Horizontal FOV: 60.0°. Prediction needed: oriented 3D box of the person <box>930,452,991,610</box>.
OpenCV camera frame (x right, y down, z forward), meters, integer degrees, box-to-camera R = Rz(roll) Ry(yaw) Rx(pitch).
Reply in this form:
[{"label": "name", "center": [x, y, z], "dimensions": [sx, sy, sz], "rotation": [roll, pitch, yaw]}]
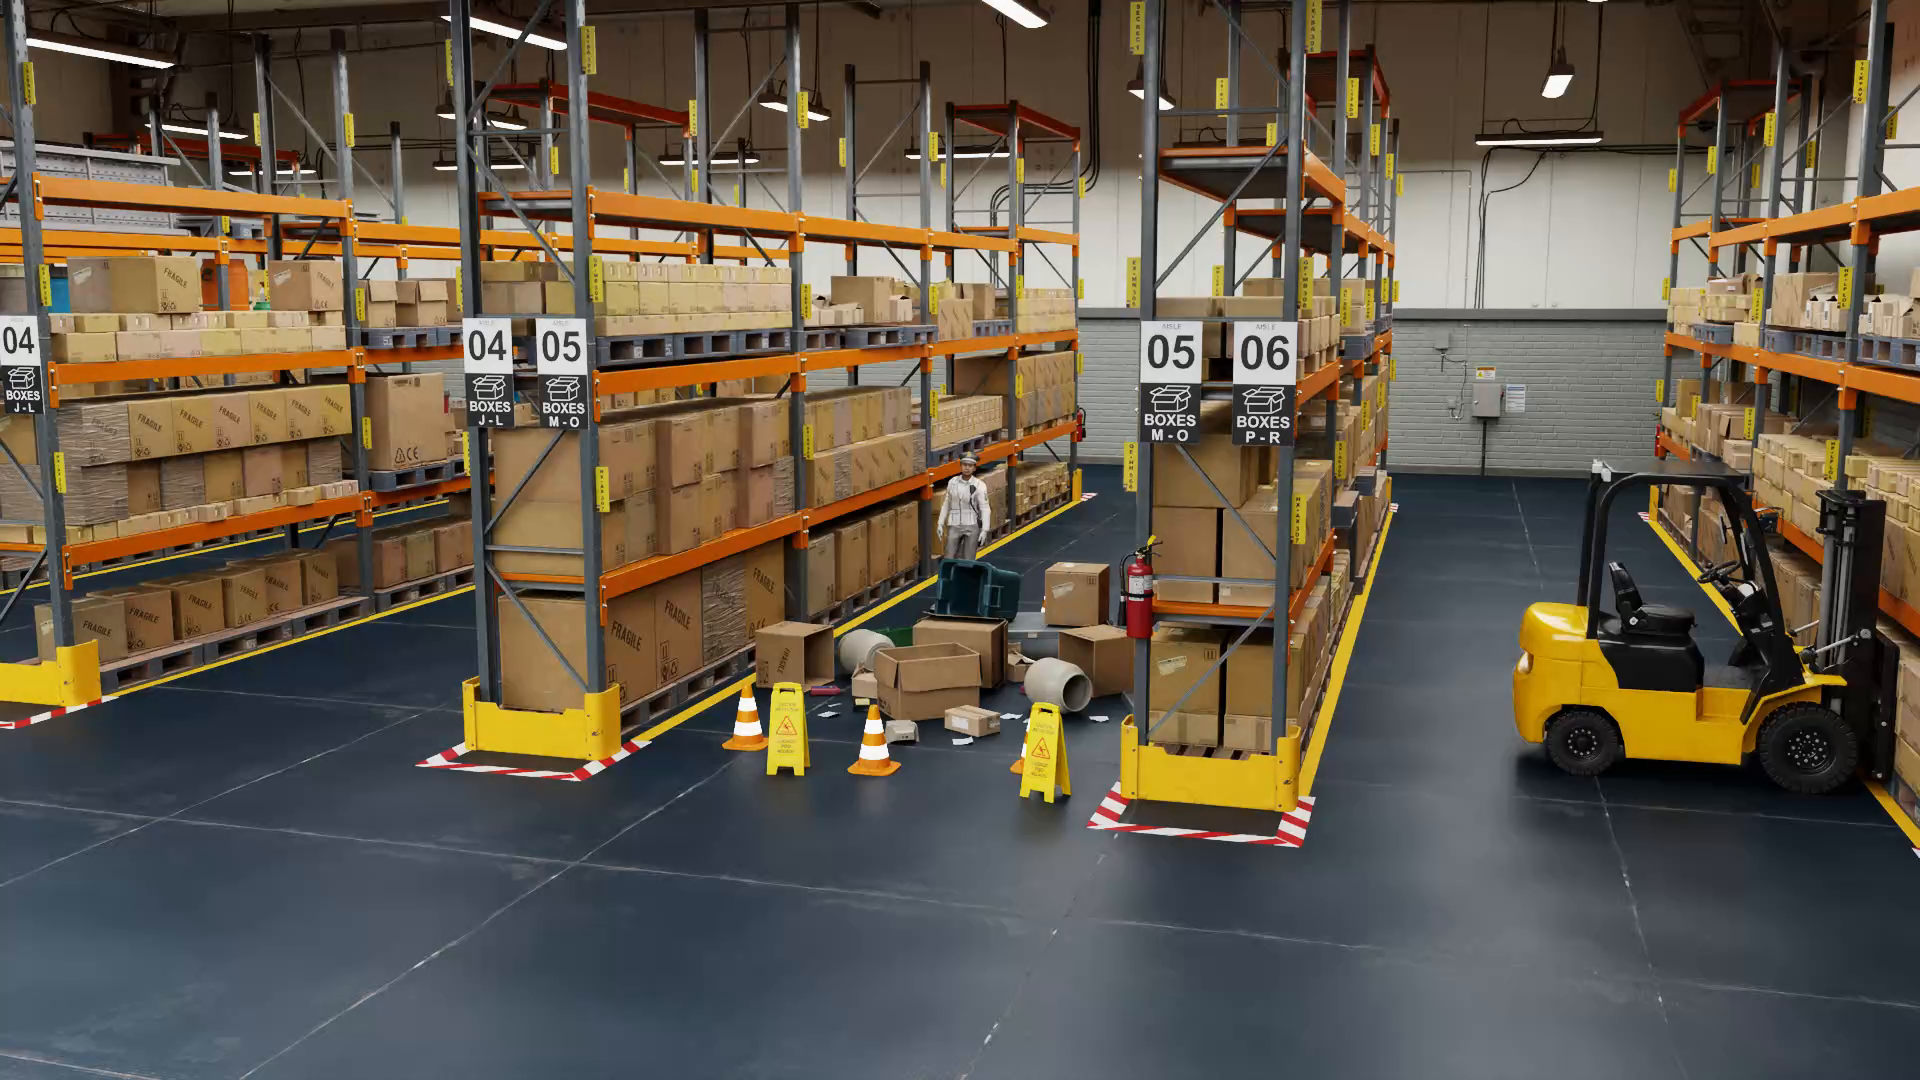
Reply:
[{"label": "person", "center": [0.019, -0.101, 17.847], "dimensions": [0.586, 1.694, 0.530], "rotation": [2, 9, 16]}]
